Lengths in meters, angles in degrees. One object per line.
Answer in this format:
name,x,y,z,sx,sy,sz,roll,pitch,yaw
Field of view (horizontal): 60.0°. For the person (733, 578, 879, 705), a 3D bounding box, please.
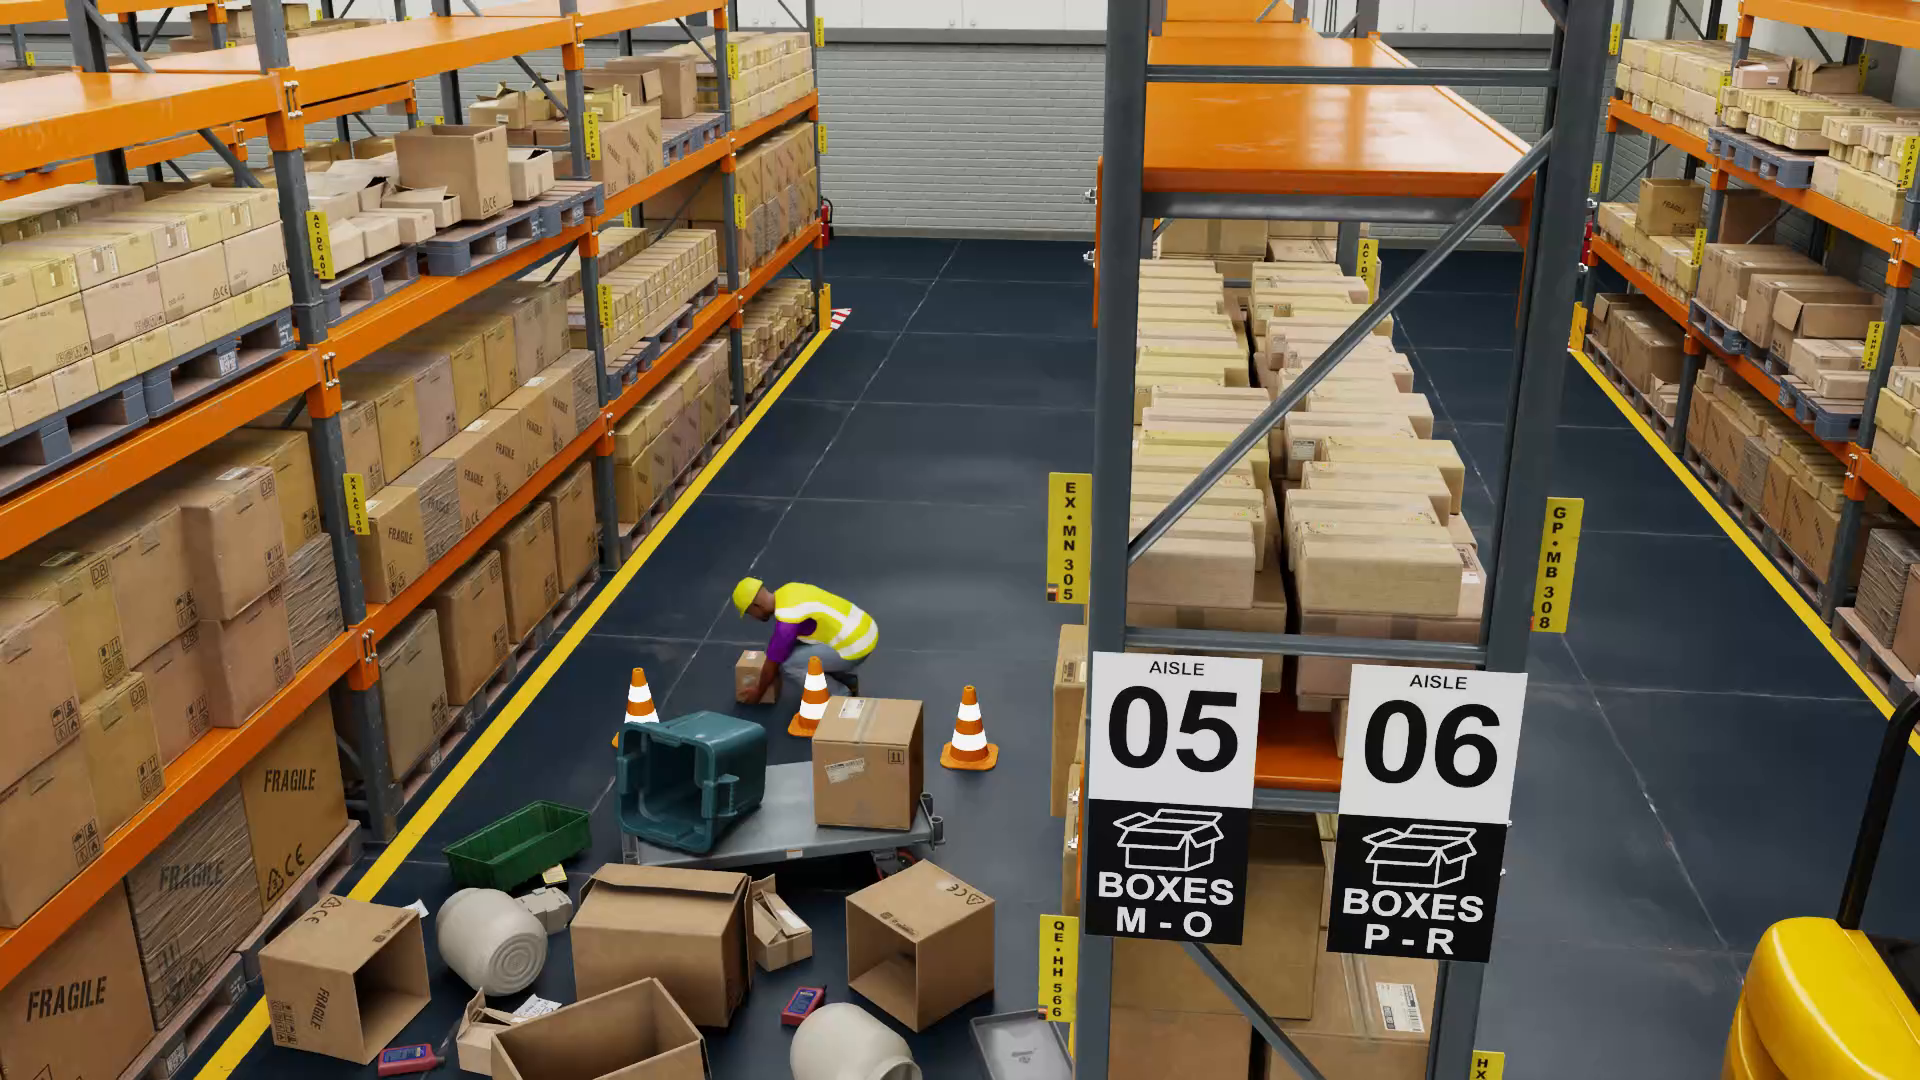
person,-0.992,0.664,10.681,0.898,0.892,0.553,2,21,6
